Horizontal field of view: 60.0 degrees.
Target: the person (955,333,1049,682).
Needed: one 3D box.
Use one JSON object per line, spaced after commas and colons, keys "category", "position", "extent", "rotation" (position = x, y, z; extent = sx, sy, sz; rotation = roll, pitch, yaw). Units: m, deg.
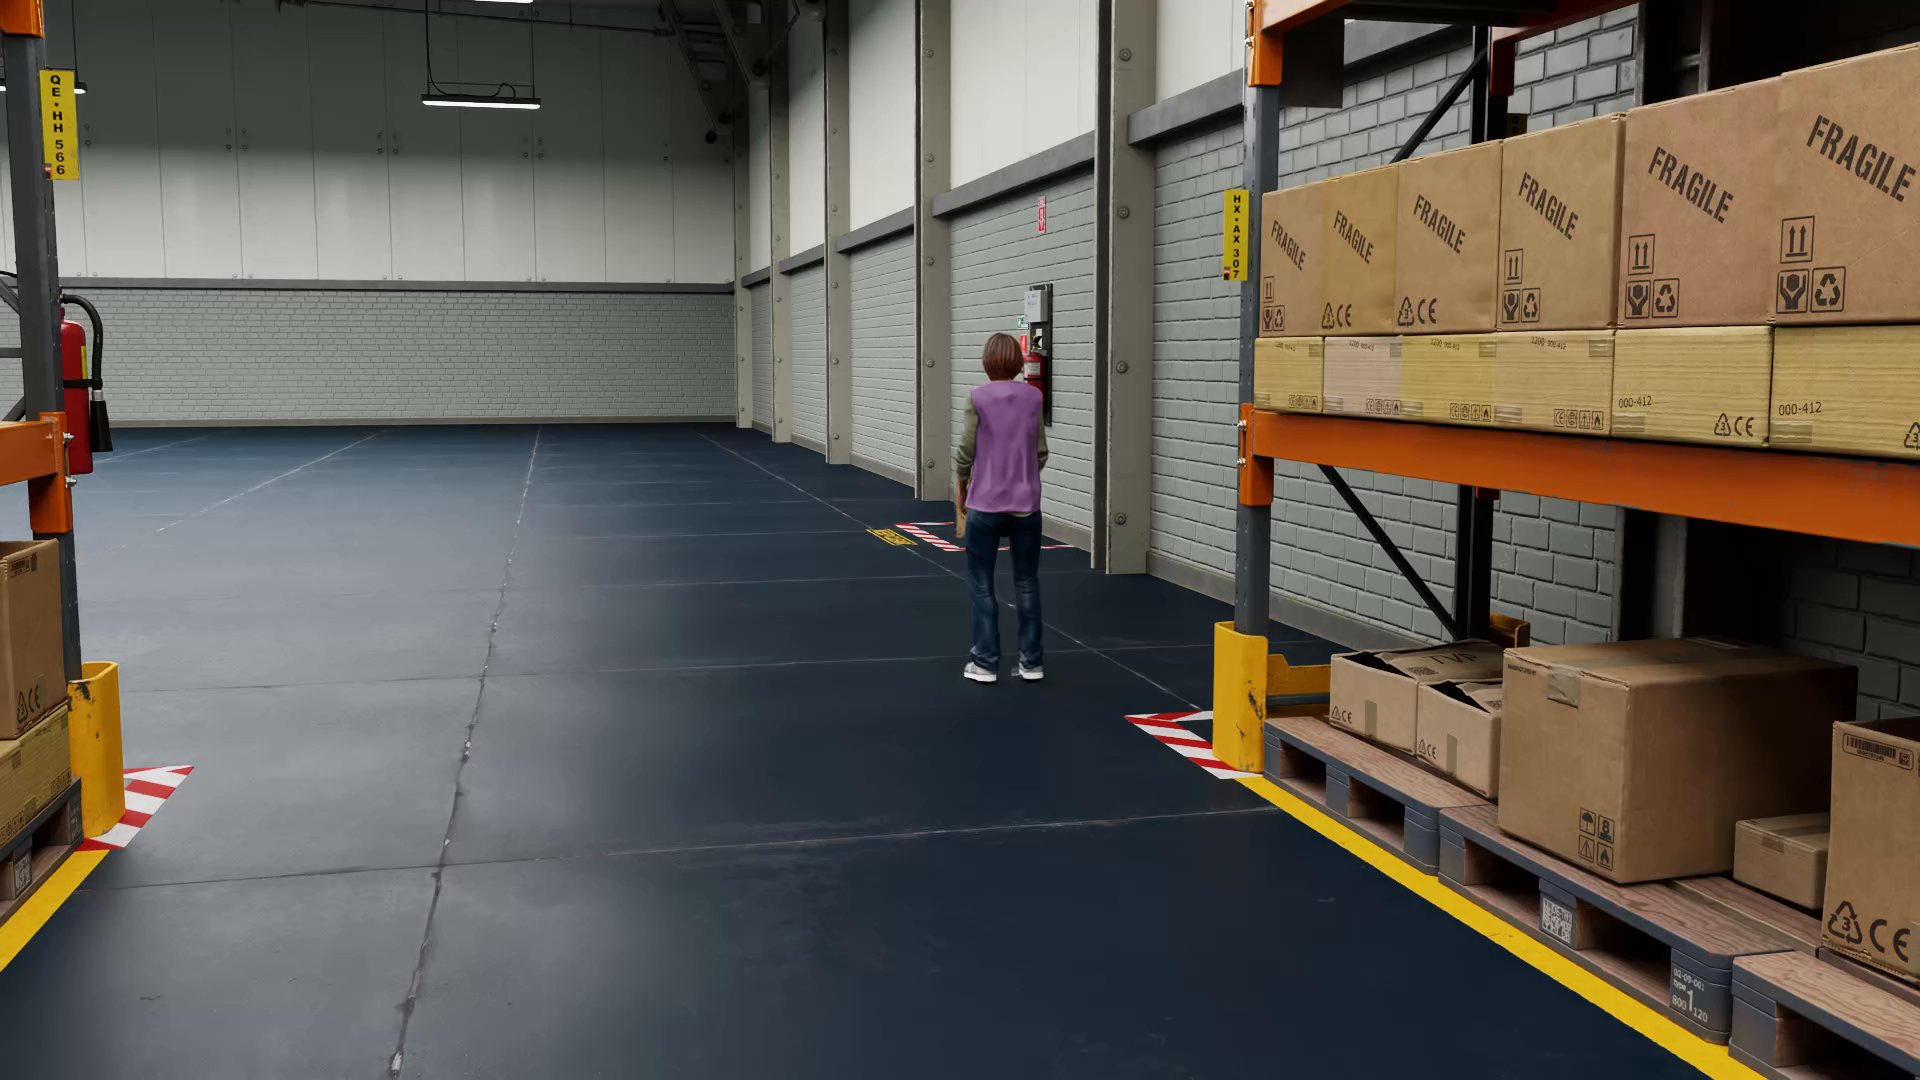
{"category": "person", "position": [0.188, -0.149, 7.674], "extent": [0.444, 1.603, 0.398], "rotation": [-2, 7, -15]}
